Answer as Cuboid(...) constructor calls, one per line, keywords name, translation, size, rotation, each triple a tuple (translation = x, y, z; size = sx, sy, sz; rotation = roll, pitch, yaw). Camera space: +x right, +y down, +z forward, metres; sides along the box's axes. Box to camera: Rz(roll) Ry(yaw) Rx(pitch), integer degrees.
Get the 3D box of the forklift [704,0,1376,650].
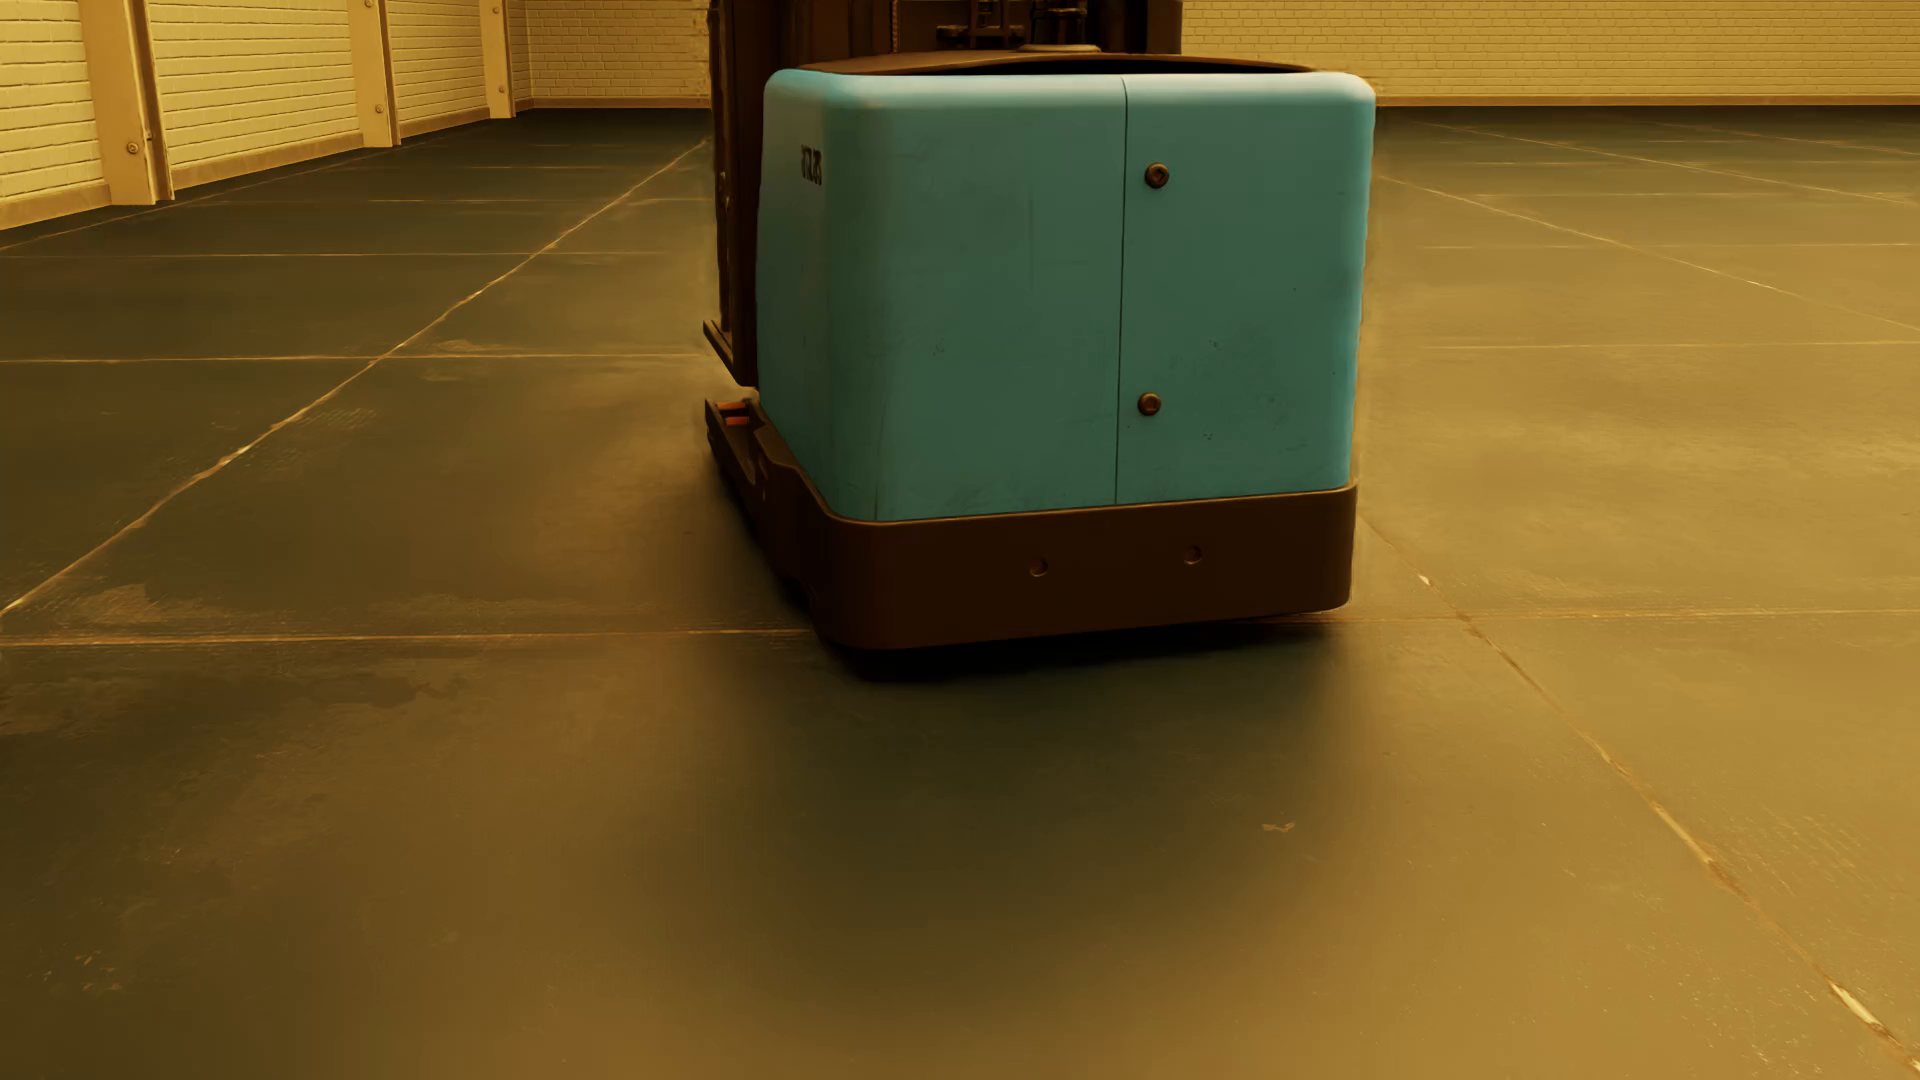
Cuboid(name="forklift", translation=(-0.089, -1.592, 4.112), size=(1.130, 2.935, 3.031), rotation=(-4, 18, -14))
